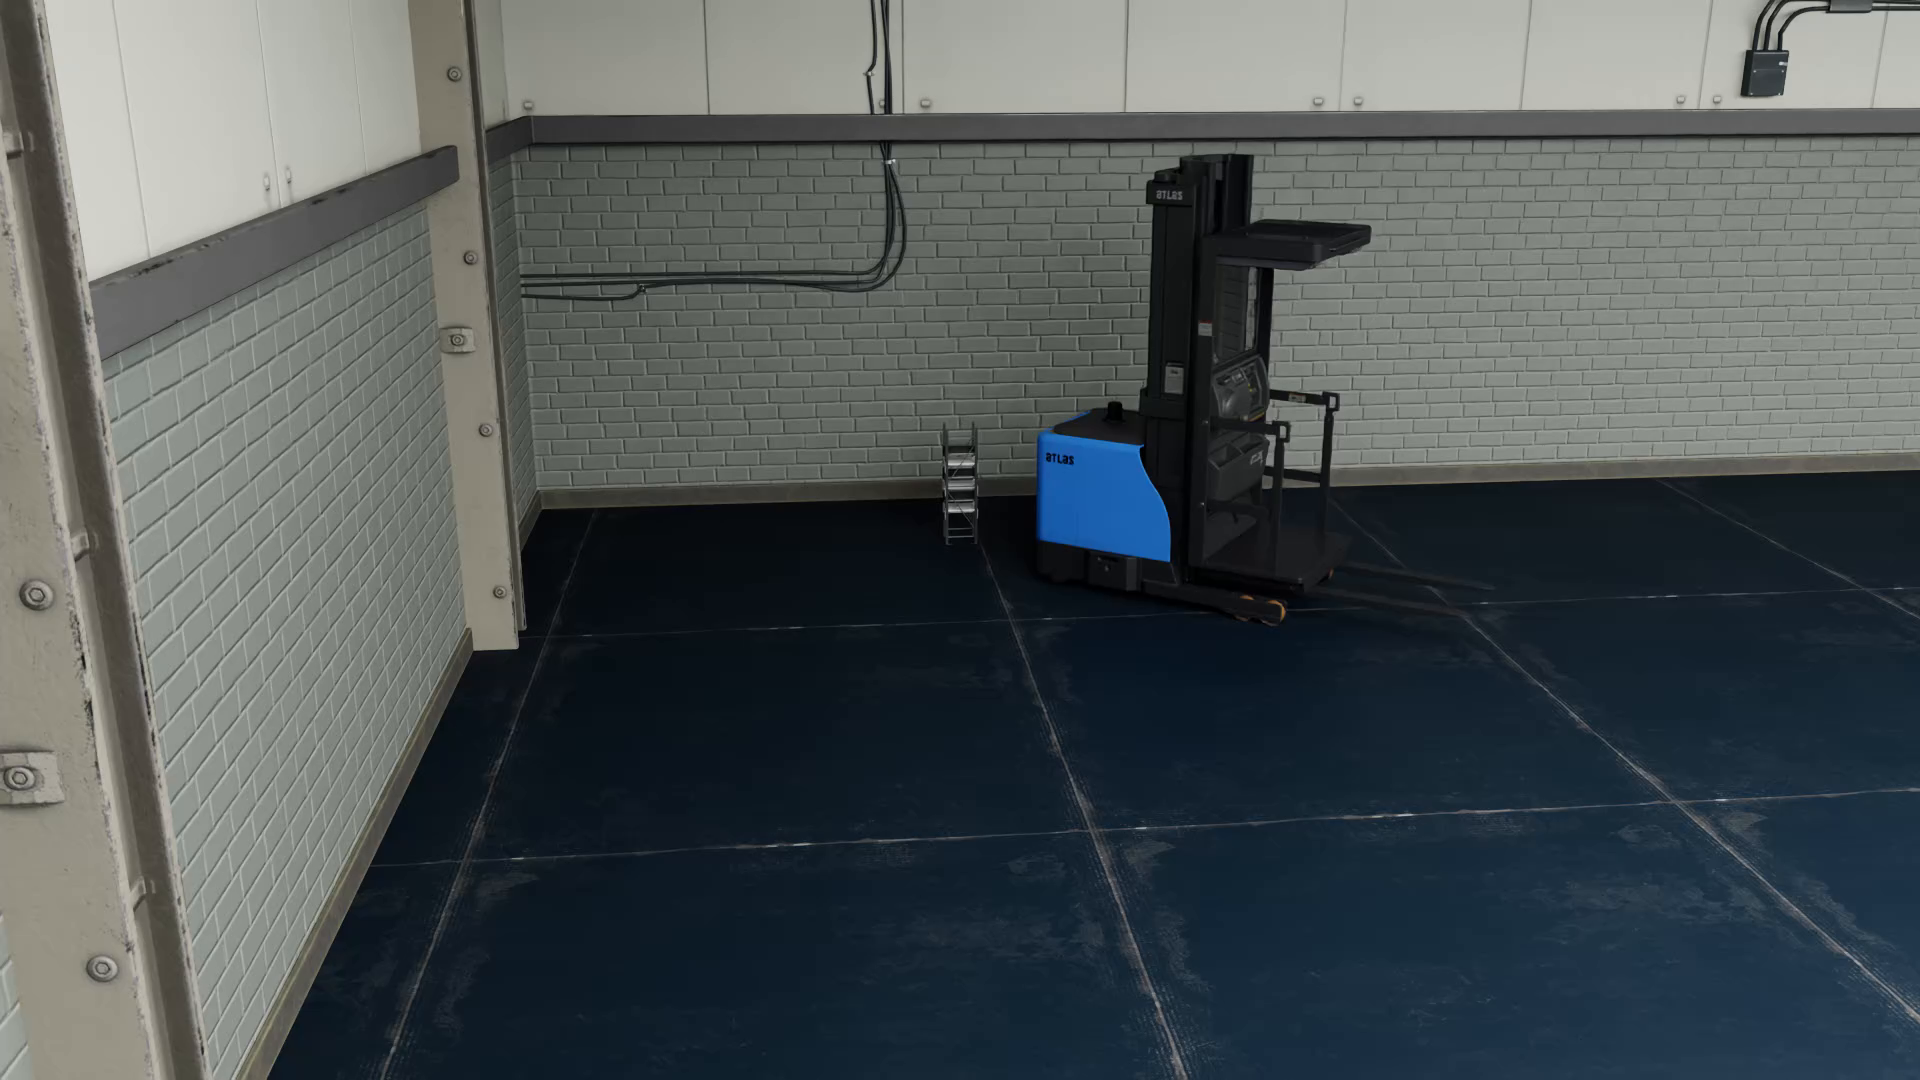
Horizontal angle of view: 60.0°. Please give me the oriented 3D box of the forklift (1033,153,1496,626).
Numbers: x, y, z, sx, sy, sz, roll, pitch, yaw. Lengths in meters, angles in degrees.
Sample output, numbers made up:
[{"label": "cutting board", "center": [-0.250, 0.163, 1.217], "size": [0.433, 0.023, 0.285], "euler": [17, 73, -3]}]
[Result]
[{"label": "forklift", "center": [2.051, -1.017, 11.024], "size": [3.031, 2.935, 1.130], "euler": [10, 20, 29]}]

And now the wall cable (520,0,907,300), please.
[{"label": "wall cable", "center": [-1.954, -3.098, 12.706], "size": [3.097, 2.526, 0.112], "euler": [-2, 18, -6]}]

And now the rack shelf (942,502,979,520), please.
[{"label": "rack shelf", "center": [0.001, -0.223, 12.598], "size": [0.258, 0.077, 0.200], "euler": [-2, 18, -6]}]

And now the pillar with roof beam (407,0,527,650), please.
[{"label": "pillar with roof beam", "center": [1.317, -3.794, 9.739], "size": [9.100, 9.000, 0.400], "euler": [-2, 18, -6]}]

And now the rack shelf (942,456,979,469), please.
[{"label": "rack shelf", "center": [0.001, -0.567, 12.491], "size": [0.258, 0.077, 0.200], "euler": [-2, 18, -6]}]

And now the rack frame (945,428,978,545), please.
[{"label": "rack frame", "center": [0.011, -0.397, 12.438], "size": [0.240, 0.900, 0.006], "euler": [-2, 18, -6]}]

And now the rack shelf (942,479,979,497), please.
[{"label": "rack shelf", "center": [0.001, -0.395, 12.545], "size": [0.258, 0.077, 0.200], "euler": [-2, 18, -6]}]

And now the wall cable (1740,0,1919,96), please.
[{"label": "wall cable", "center": [7.491, -6.491, 12.651], "size": [2.305, 6.003, 0.169], "euler": [-2, 18, -6]}]

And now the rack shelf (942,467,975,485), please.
[{"label": "rack shelf", "center": [0.001, -0.481, 12.518], "size": [0.258, 0.077, 0.200], "euler": [-2, 18, -6]}]

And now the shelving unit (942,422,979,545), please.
[{"label": "shelving unit", "center": [0.001, -0.427, 12.535], "size": [0.258, 0.900, 0.210], "euler": [-2, 18, -6]}]

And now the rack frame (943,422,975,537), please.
[{"label": "rack frame", "center": [-0.010, -0.457, 12.631], "size": [0.240, 0.900, 0.006], "euler": [-2, 18, -6]}]

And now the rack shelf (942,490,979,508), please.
[{"label": "rack shelf", "center": [0.001, -0.309, 12.572], "size": [0.258, 0.077, 0.200], "euler": [-2, 18, -6]}]

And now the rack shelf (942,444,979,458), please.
[{"label": "rack shelf", "center": [0.001, -0.653, 12.464], "size": [0.258, 0.077, 0.200], "euler": [-2, 18, -6]}]
